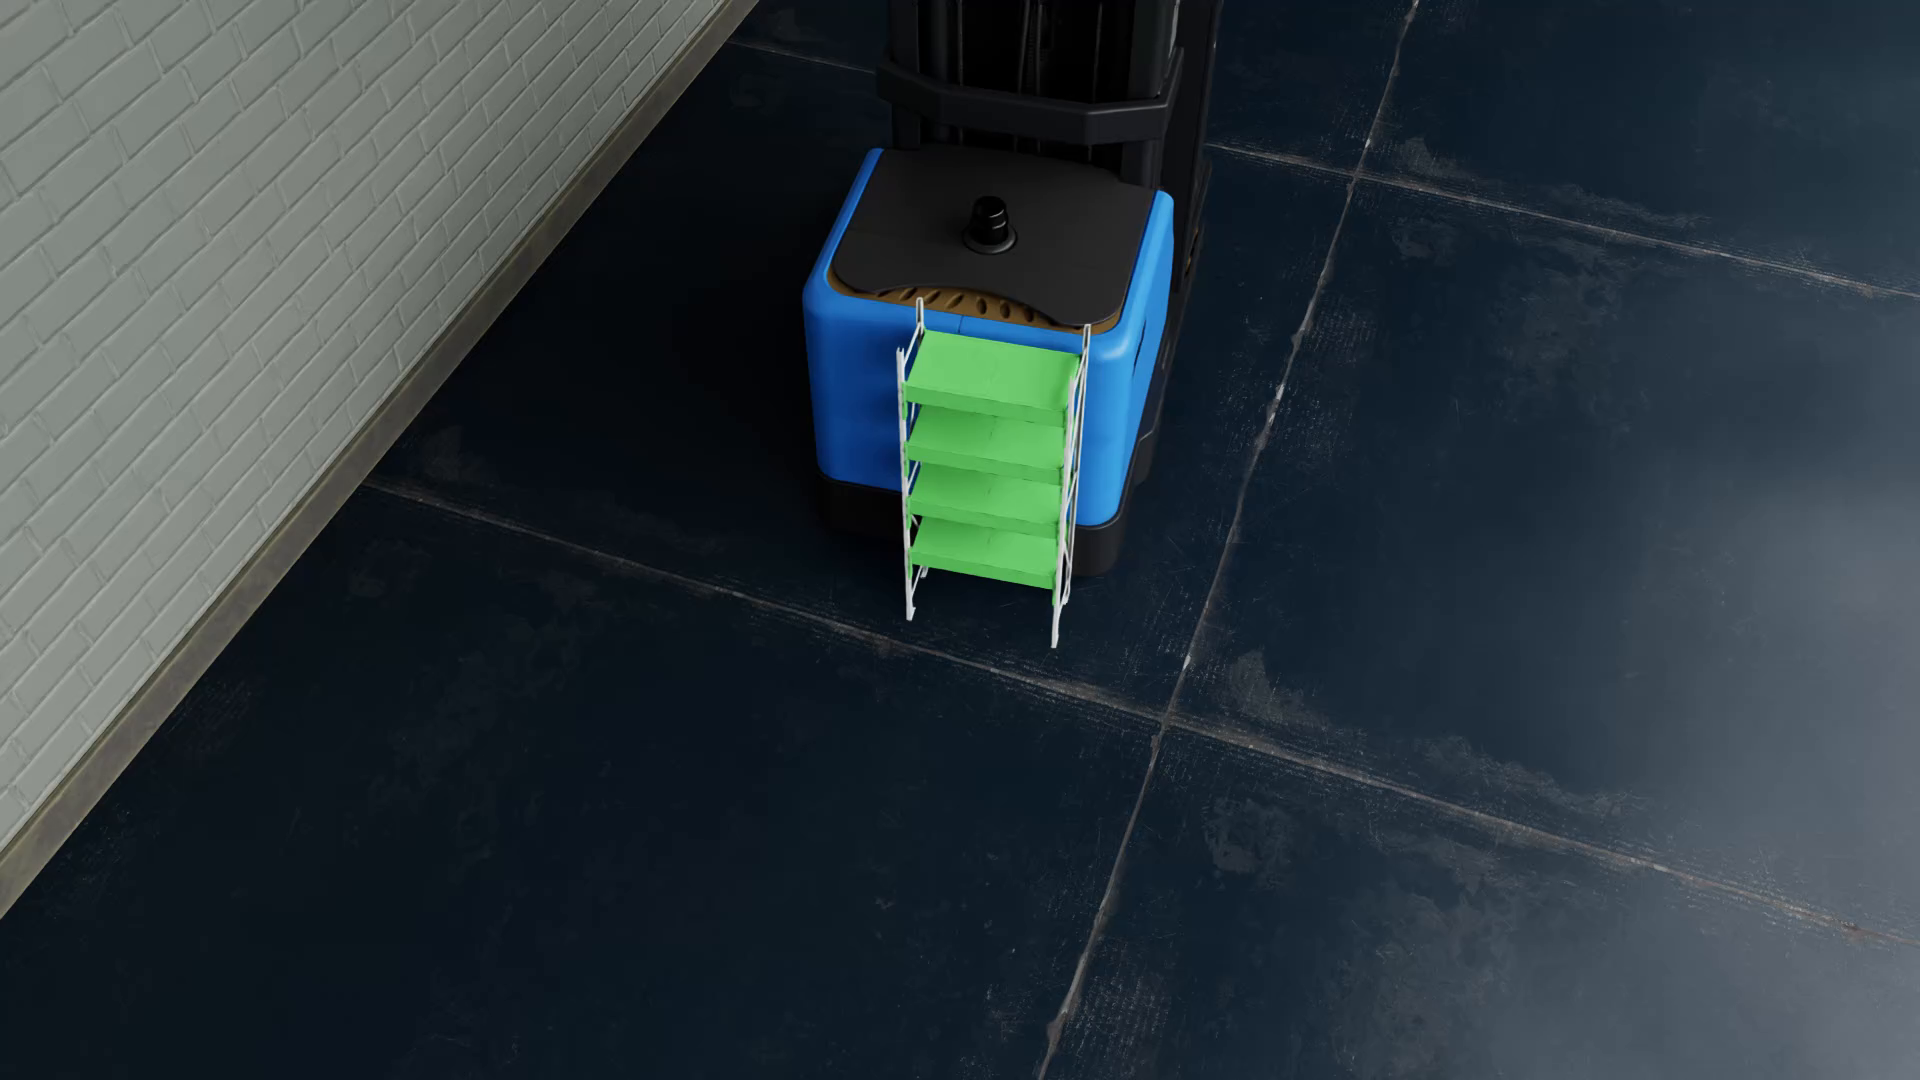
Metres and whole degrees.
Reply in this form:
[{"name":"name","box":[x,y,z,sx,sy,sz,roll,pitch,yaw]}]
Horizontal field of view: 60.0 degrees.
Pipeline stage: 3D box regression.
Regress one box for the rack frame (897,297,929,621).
[{"name":"rack frame","box":[-0.141,-0.214,5.141,0.015,1.200,0.240,10,50,9]}]

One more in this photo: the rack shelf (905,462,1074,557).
[{"name":"rack shelf","box":[0.096,-0.129,5.152,0.480,0.148,0.258,10,50,9]}]

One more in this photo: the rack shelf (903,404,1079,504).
[{"name":"rack shelf","box":[0.096,-0.286,4.971,0.480,0.148,0.258,10,50,9]}]

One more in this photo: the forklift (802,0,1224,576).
[{"name":"forklift","box":[0.360,-1.980,5.527,1.130,2.935,3.031,11,50,9]}]

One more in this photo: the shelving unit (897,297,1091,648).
[{"name":"shelving unit","box":[0.096,-0.171,5.104,0.503,1.200,0.258,10,50,9]}]

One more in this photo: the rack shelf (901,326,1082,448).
[{"name":"rack shelf","box":[0.096,-0.443,4.790,0.480,0.148,0.258,10,50,9]}]

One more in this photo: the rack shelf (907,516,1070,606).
[{"name":"rack shelf","box":[0.096,0.028,5.334,0.480,0.148,0.258,10,50,9]}]

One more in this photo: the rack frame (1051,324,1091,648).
[{"name":"rack frame","box":[0.333,-0.128,5.067,0.015,1.200,0.240,10,50,9]}]
